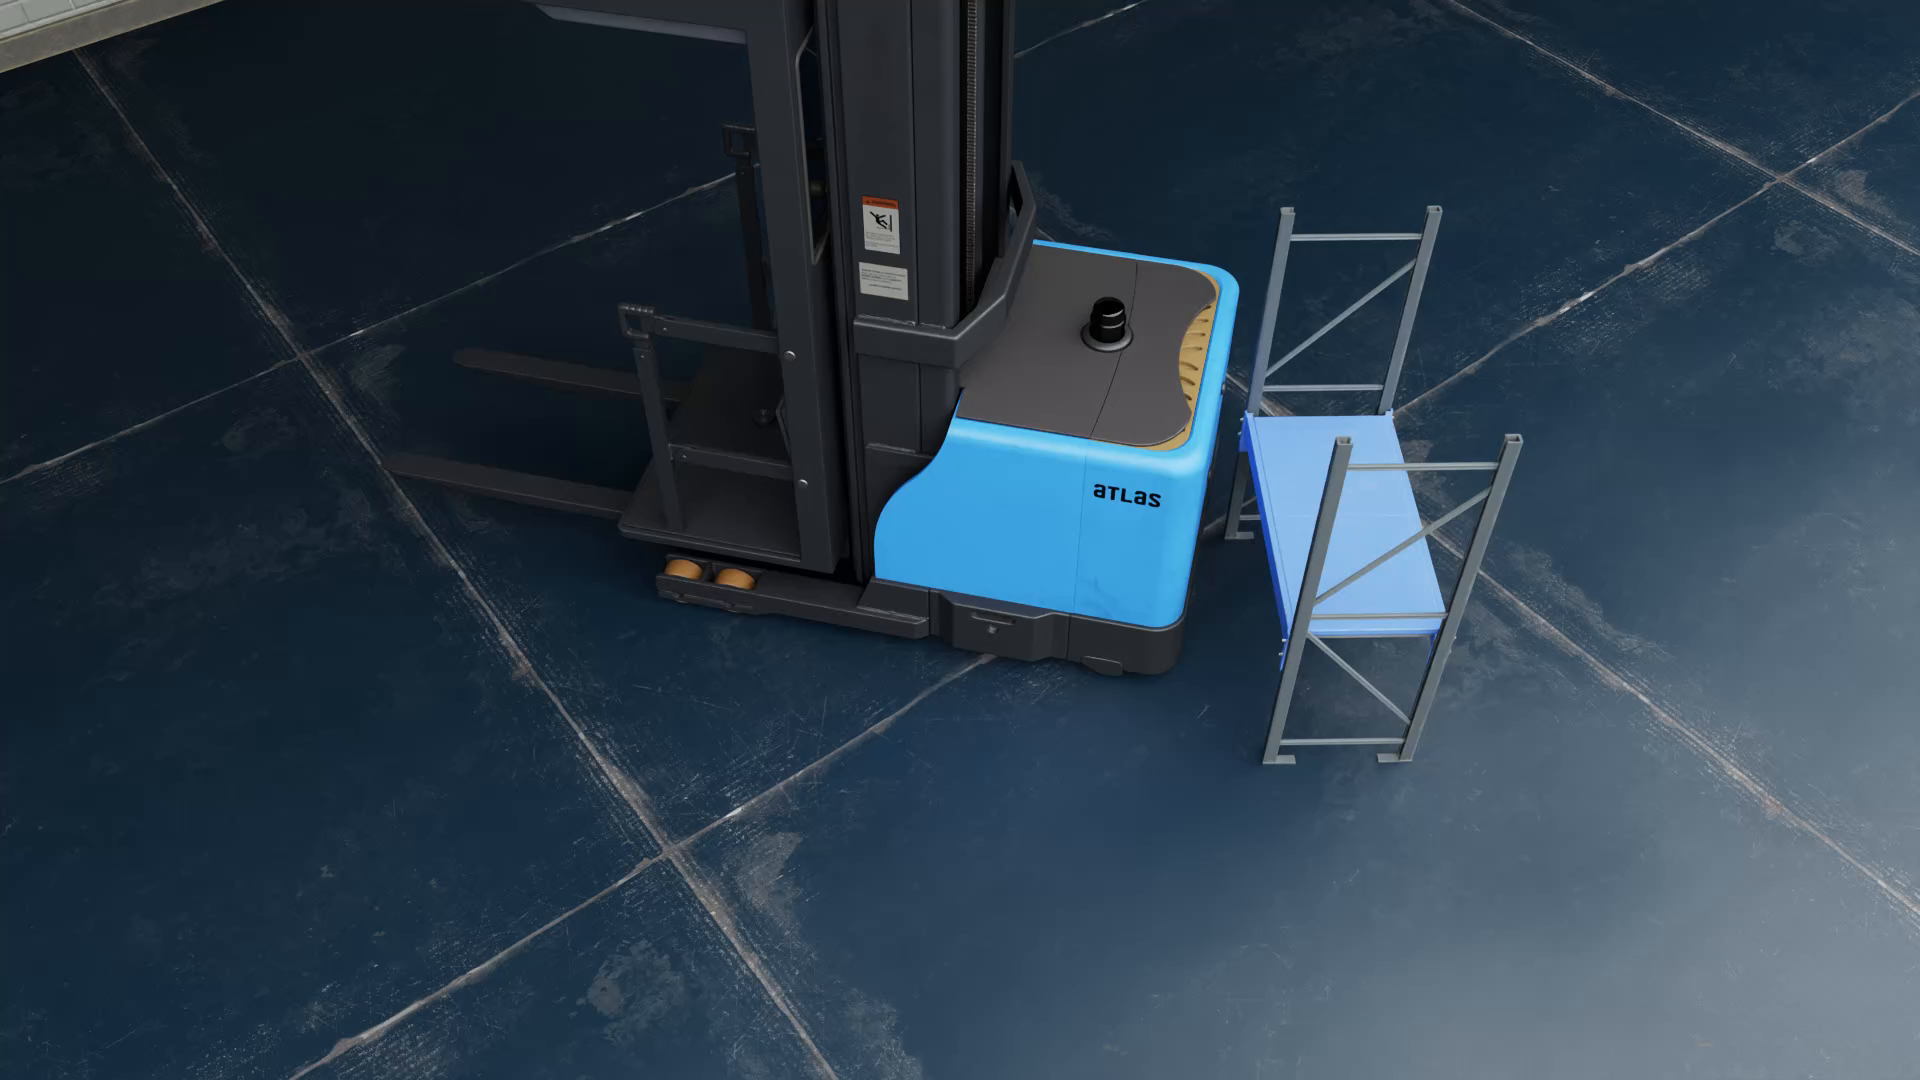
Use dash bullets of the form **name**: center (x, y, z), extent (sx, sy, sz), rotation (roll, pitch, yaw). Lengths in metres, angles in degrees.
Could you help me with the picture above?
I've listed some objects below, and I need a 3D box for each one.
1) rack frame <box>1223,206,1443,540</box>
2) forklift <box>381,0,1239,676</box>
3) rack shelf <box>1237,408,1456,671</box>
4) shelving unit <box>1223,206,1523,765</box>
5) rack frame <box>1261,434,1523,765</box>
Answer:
- **rack frame**: center (1.244, -0.520, 5.709), extent (0.500, 1.500, 0.032), rotation (-1, 48, -1)
- **forklift**: center (-0.613, -1.093, 5.262), extent (3.031, 2.935, 1.130), rotation (10, 49, 9)
- **rack shelf**: center (1.253, -0.023, 5.501), extent (0.538, 0.185, 1.000), rotation (-1, 48, -1)
- **shelving unit**: center (1.253, -0.144, 5.368), extent (0.538, 1.500, 1.048), rotation (-1, 48, -1)
- **rack frame**: center (1.262, 0.233, 5.026), extent (0.500, 1.500, 0.032), rotation (-1, 48, -1)
